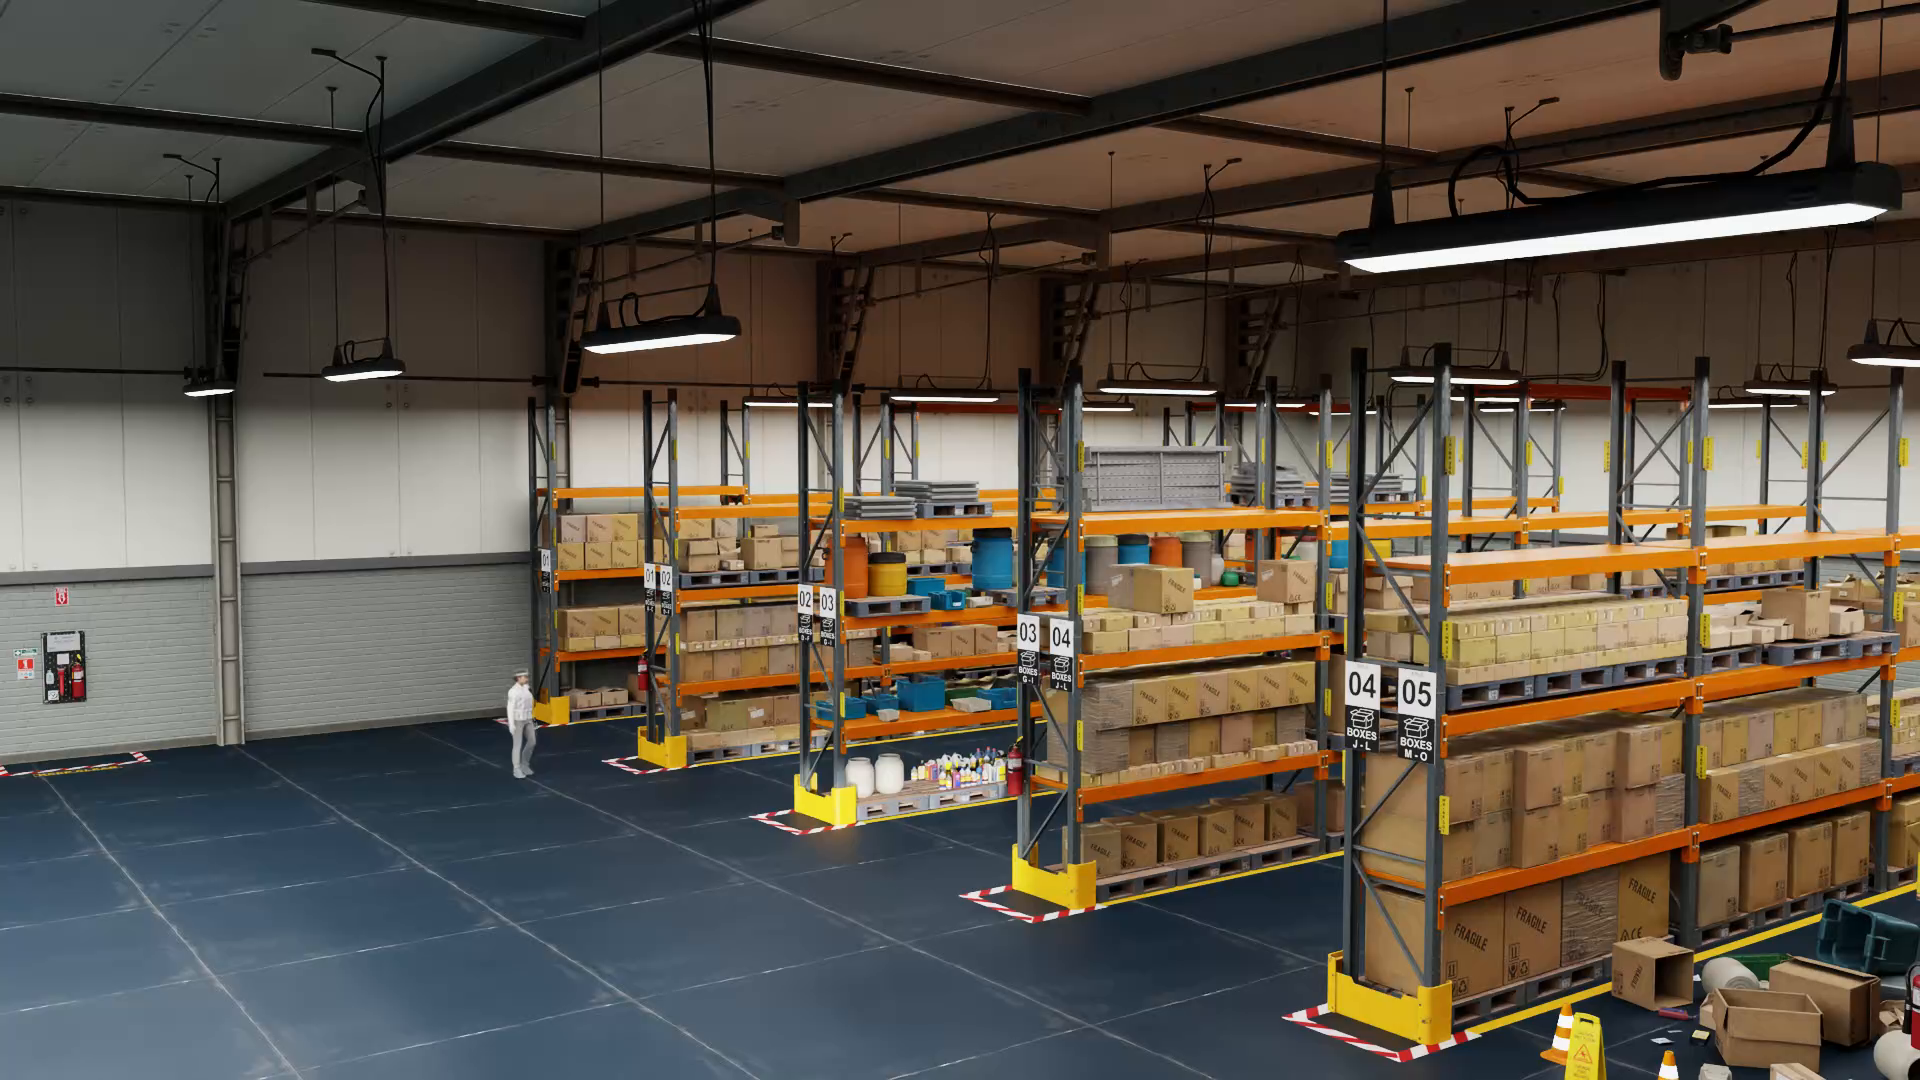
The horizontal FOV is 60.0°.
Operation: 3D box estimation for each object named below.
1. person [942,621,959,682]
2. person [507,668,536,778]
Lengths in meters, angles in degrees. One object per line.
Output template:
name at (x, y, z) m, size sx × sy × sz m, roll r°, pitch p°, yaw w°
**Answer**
person at (-0.133, 2.089, 33.528) m, size 0.468 × 1.677 × 0.448 m, roll 0°, pitch 3°, yaw 3°
person at (-6.786, 2.841, 25.741) m, size 0.358 × 1.745 × 0.576 m, roll 1°, pitch 4°, yaw 24°
